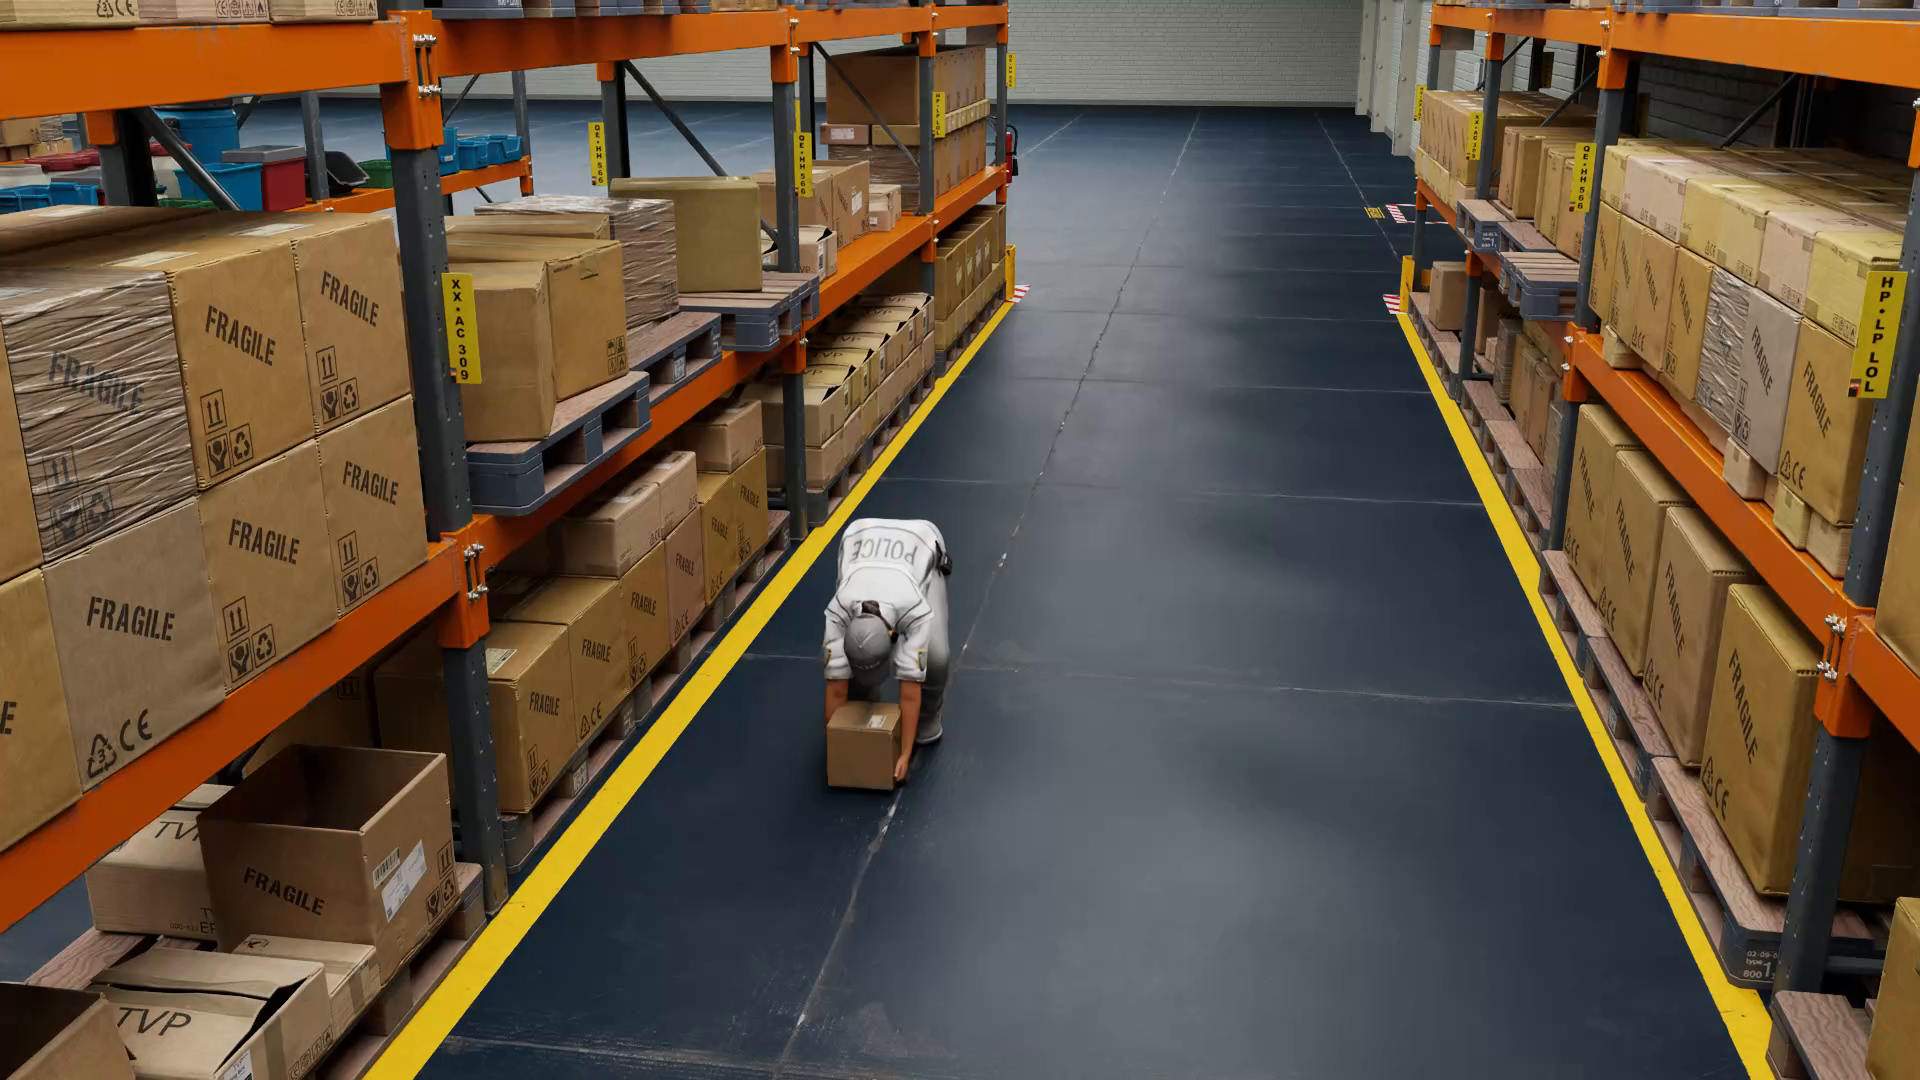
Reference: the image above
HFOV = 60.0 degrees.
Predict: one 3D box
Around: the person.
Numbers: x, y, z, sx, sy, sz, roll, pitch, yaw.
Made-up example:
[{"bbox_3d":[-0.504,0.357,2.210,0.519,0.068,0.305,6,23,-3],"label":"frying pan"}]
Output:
[{"bbox_3d":[-0.295,0.407,6.563,0.519,0.886,0.936,2,18,7],"label":"person"}]
